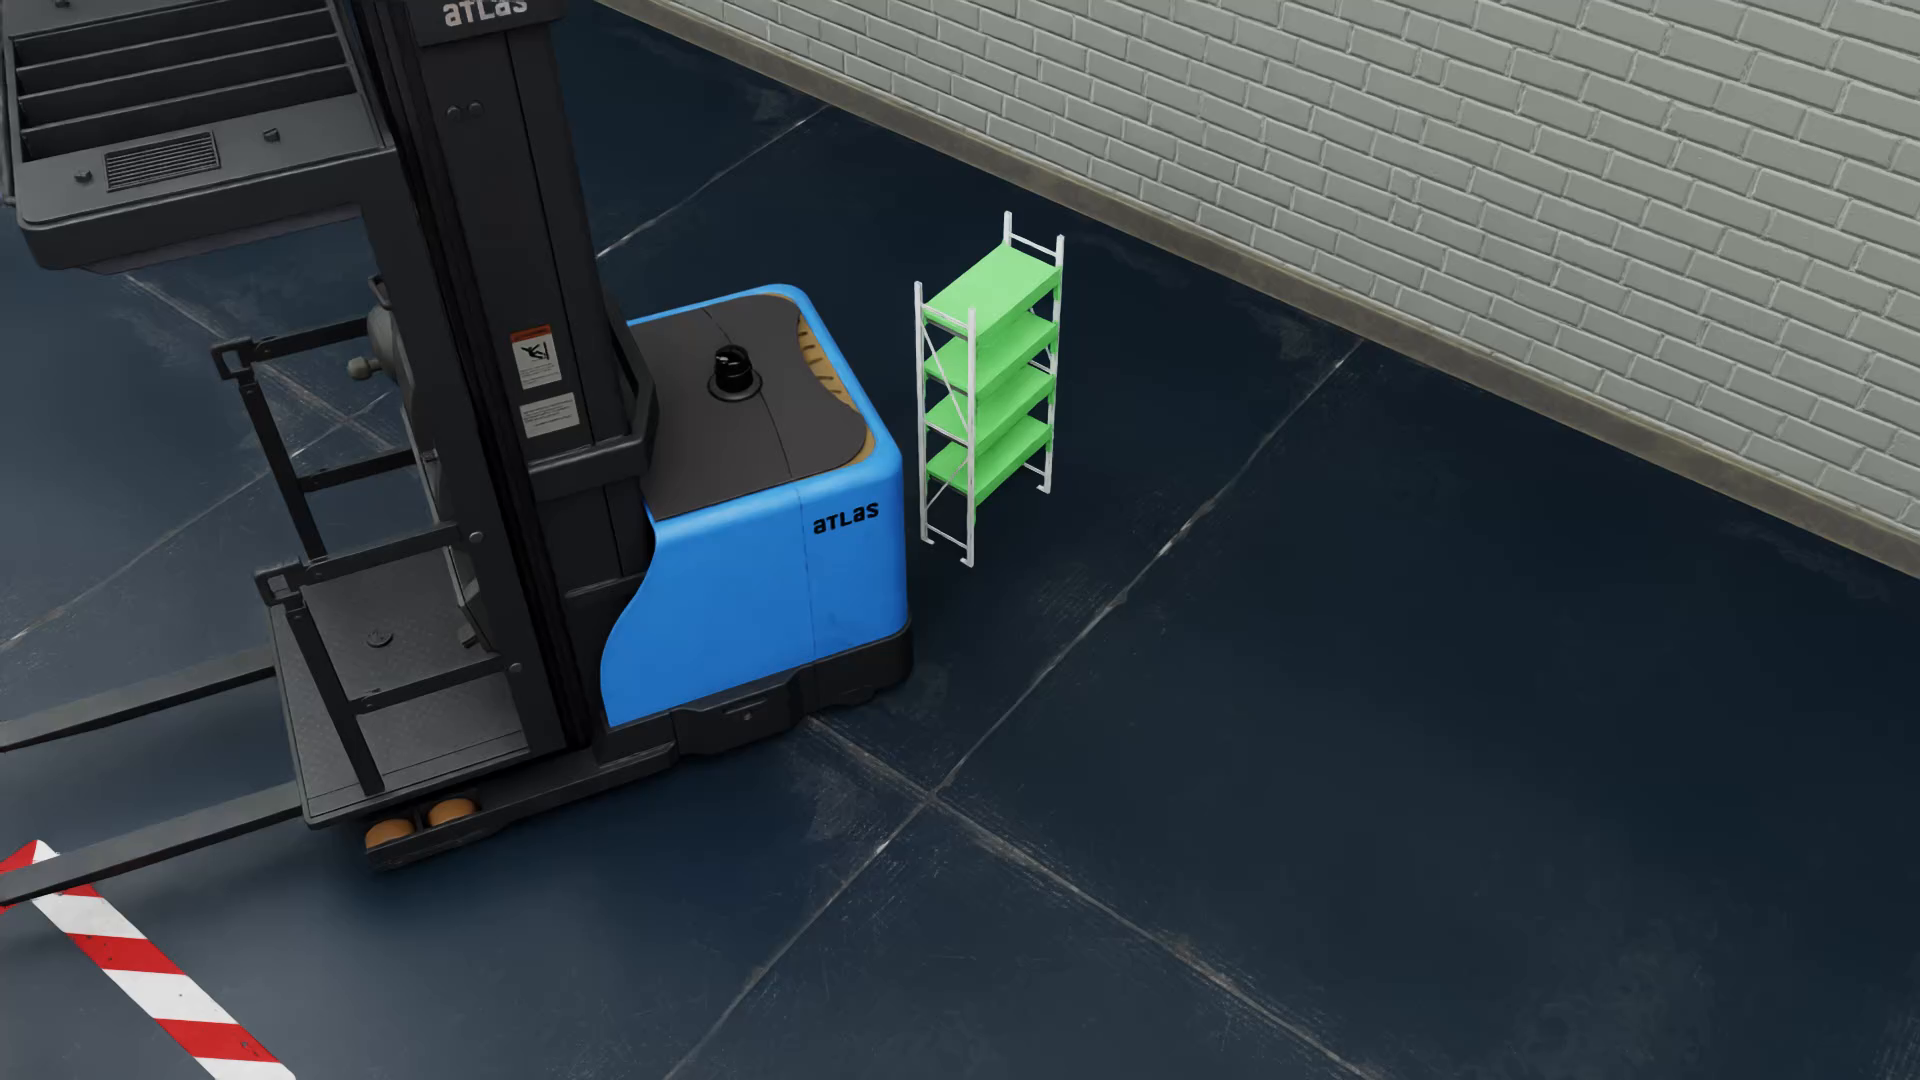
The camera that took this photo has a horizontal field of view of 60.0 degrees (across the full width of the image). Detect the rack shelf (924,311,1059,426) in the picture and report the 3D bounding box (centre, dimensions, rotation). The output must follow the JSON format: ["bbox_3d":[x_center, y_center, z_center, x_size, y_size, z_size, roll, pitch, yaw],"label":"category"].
[{"bbox_3d":[0.101,-0.631,5.779,0.258,0.148,0.480,29,53,25],"label":"rack shelf"}]

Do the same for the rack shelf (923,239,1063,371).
[{"bbox_3d":[0.101,-0.797,5.606,0.258,0.148,0.480,29,53,25],"label":"rack shelf"}]

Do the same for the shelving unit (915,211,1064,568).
[{"bbox_3d":[0.101,-0.509,5.907,0.258,1.200,0.503,29,53,25],"label":"shelving unit"}]

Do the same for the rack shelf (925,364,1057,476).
[{"bbox_3d":[0.101,-0.465,5.953,0.258,0.148,0.480,29,53,25],"label":"rack shelf"}]

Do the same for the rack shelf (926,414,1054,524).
[{"bbox_3d":[0.101,-0.299,6.126,0.258,0.148,0.480,29,53,25],"label":"rack shelf"}]

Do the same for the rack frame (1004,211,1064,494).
[{"bbox_3d":[0.250,-0.649,6.040,0.240,1.200,0.015,29,53,25],"label":"rack frame"}]

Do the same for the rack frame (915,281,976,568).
[{"bbox_3d":[-0.048,-0.370,5.773,0.240,1.200,0.015,29,53,25],"label":"rack frame"}]

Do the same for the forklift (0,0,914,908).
[{"bbox_3d":[-1.725,-0.412,4.617,3.031,2.935,1.130,-17,49,-16],"label":"forklift"}]
